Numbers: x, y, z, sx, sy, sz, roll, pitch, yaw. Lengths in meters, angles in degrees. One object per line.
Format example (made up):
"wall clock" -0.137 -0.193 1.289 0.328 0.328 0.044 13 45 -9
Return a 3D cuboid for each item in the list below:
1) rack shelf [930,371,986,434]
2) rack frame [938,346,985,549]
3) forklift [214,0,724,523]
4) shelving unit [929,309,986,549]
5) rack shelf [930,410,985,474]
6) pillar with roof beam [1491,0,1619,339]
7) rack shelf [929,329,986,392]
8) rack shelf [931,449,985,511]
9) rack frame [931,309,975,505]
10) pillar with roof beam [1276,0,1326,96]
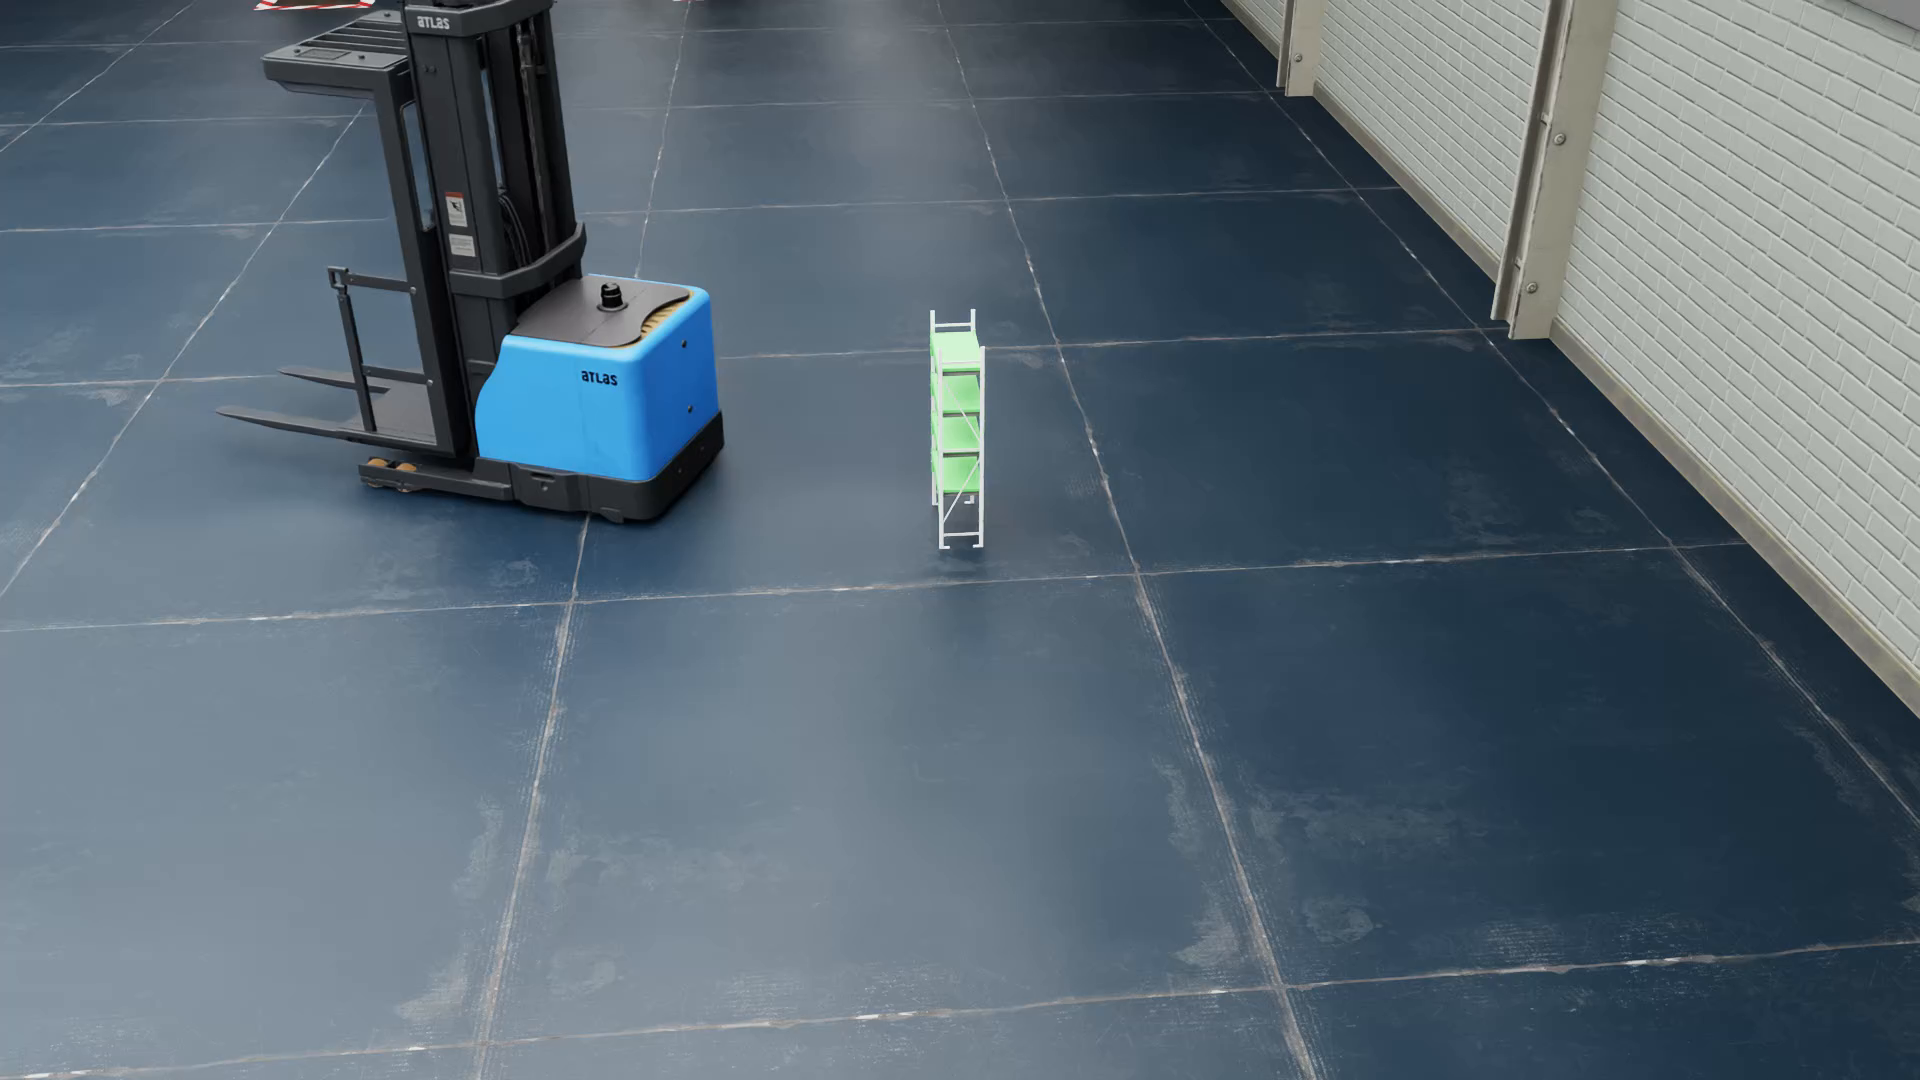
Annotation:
"rack shelf" -0.016 -0.751 8.994 0.258 0.148 0.480 -3 31 -5
"rack frame" 0.007 -0.475 8.875 0.240 1.200 0.015 -3 31 -5
"forklift" -3.002 -1.783 9.377 3.031 2.935 1.130 9 32 15
"shelving unit" -0.016 -0.600 9.084 0.258 1.200 0.503 -3 31 -5
"rack shelf" -0.016 -0.545 9.117 0.258 0.148 0.480 -3 31 -5
"pillar with roof beam" -0.311 -5.164 9.120 9.100 9.000 0.400 -3 31 -5
"rack shelf" -0.016 -0.957 8.870 0.258 0.148 0.480 -3 31 -5
"rack shelf" -0.015 -0.339 9.240 0.258 0.148 0.480 -3 31 -5
"rack frame" -0.038 -0.724 9.292 0.240 1.200 0.015 -3 31 -5
"pillar with roof beam" -0.872 -8.227 14.249 9.100 9.000 0.400 -3 31 -5
